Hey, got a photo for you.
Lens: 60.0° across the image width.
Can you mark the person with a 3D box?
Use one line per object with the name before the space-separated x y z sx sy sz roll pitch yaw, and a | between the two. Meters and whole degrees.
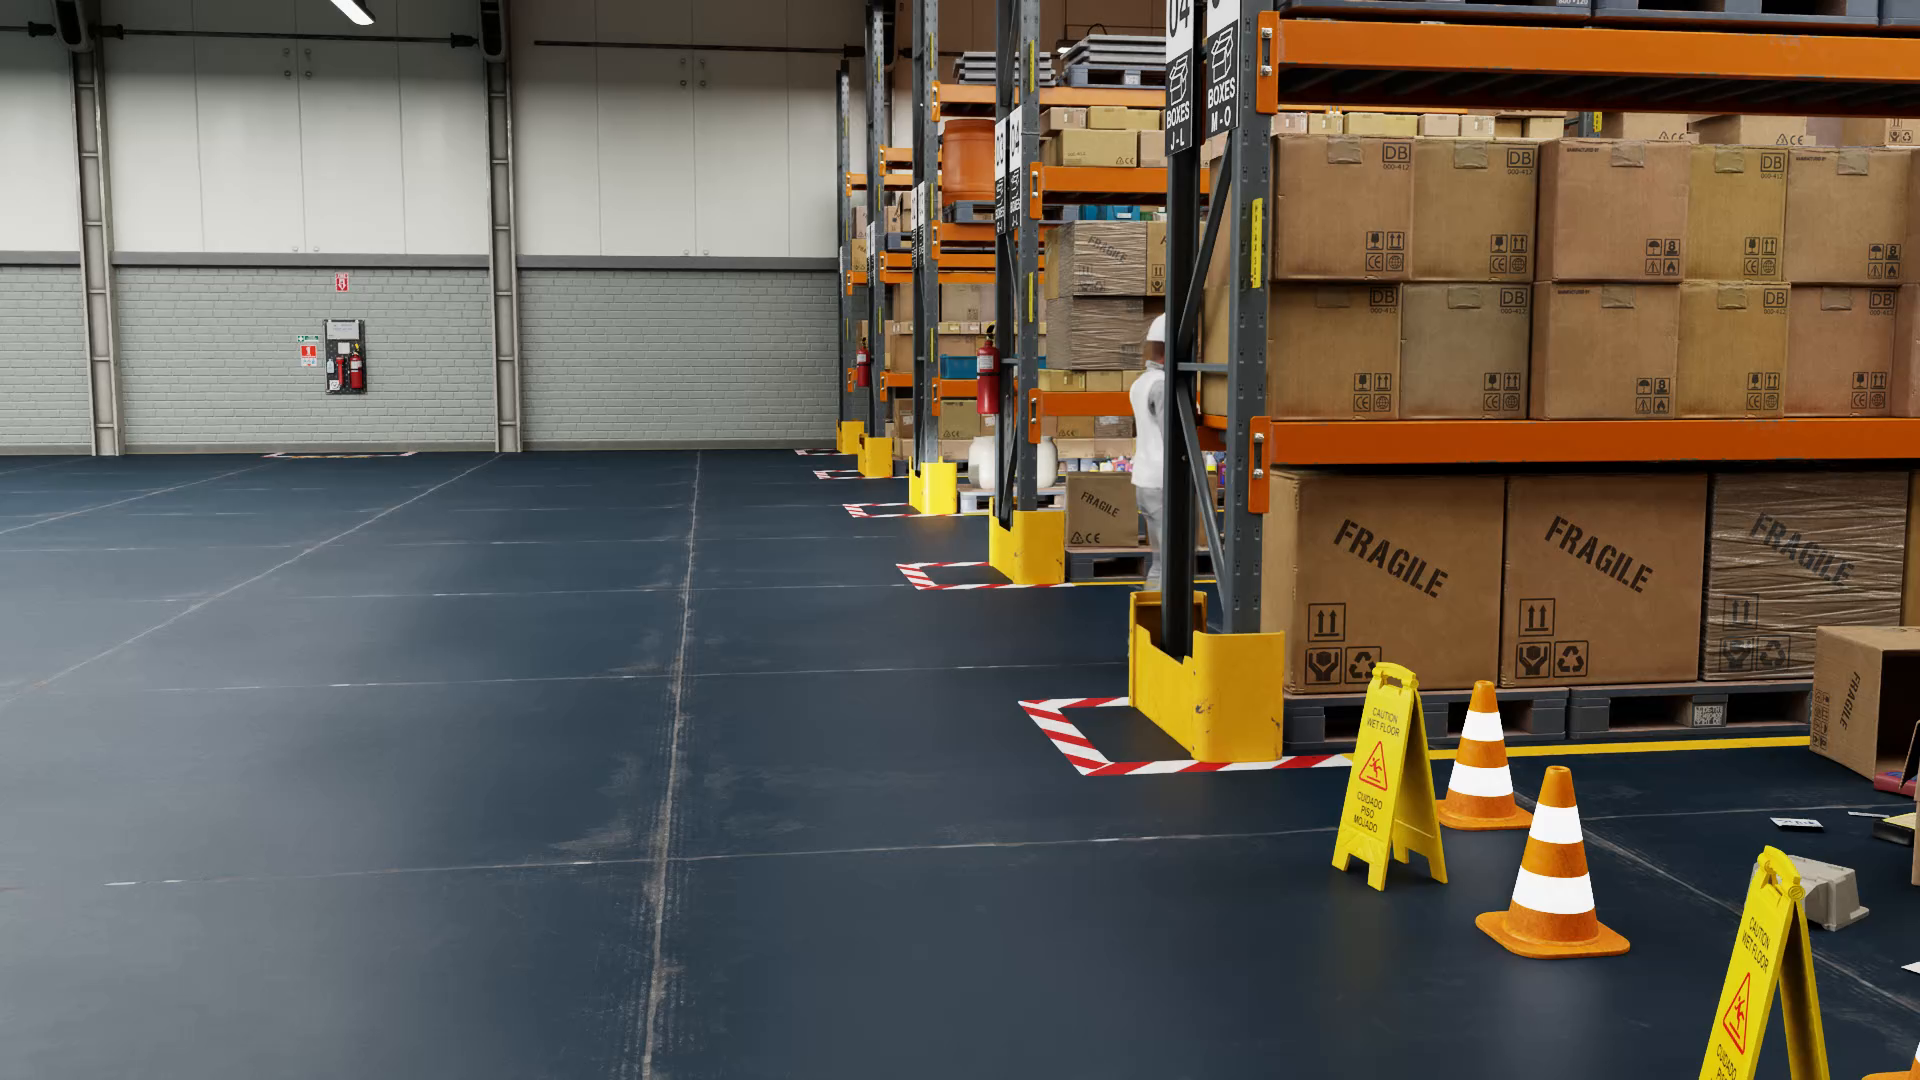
person | 1.053 -0.252 8.419 0.357 1.771 0.533 -1 6 -8
